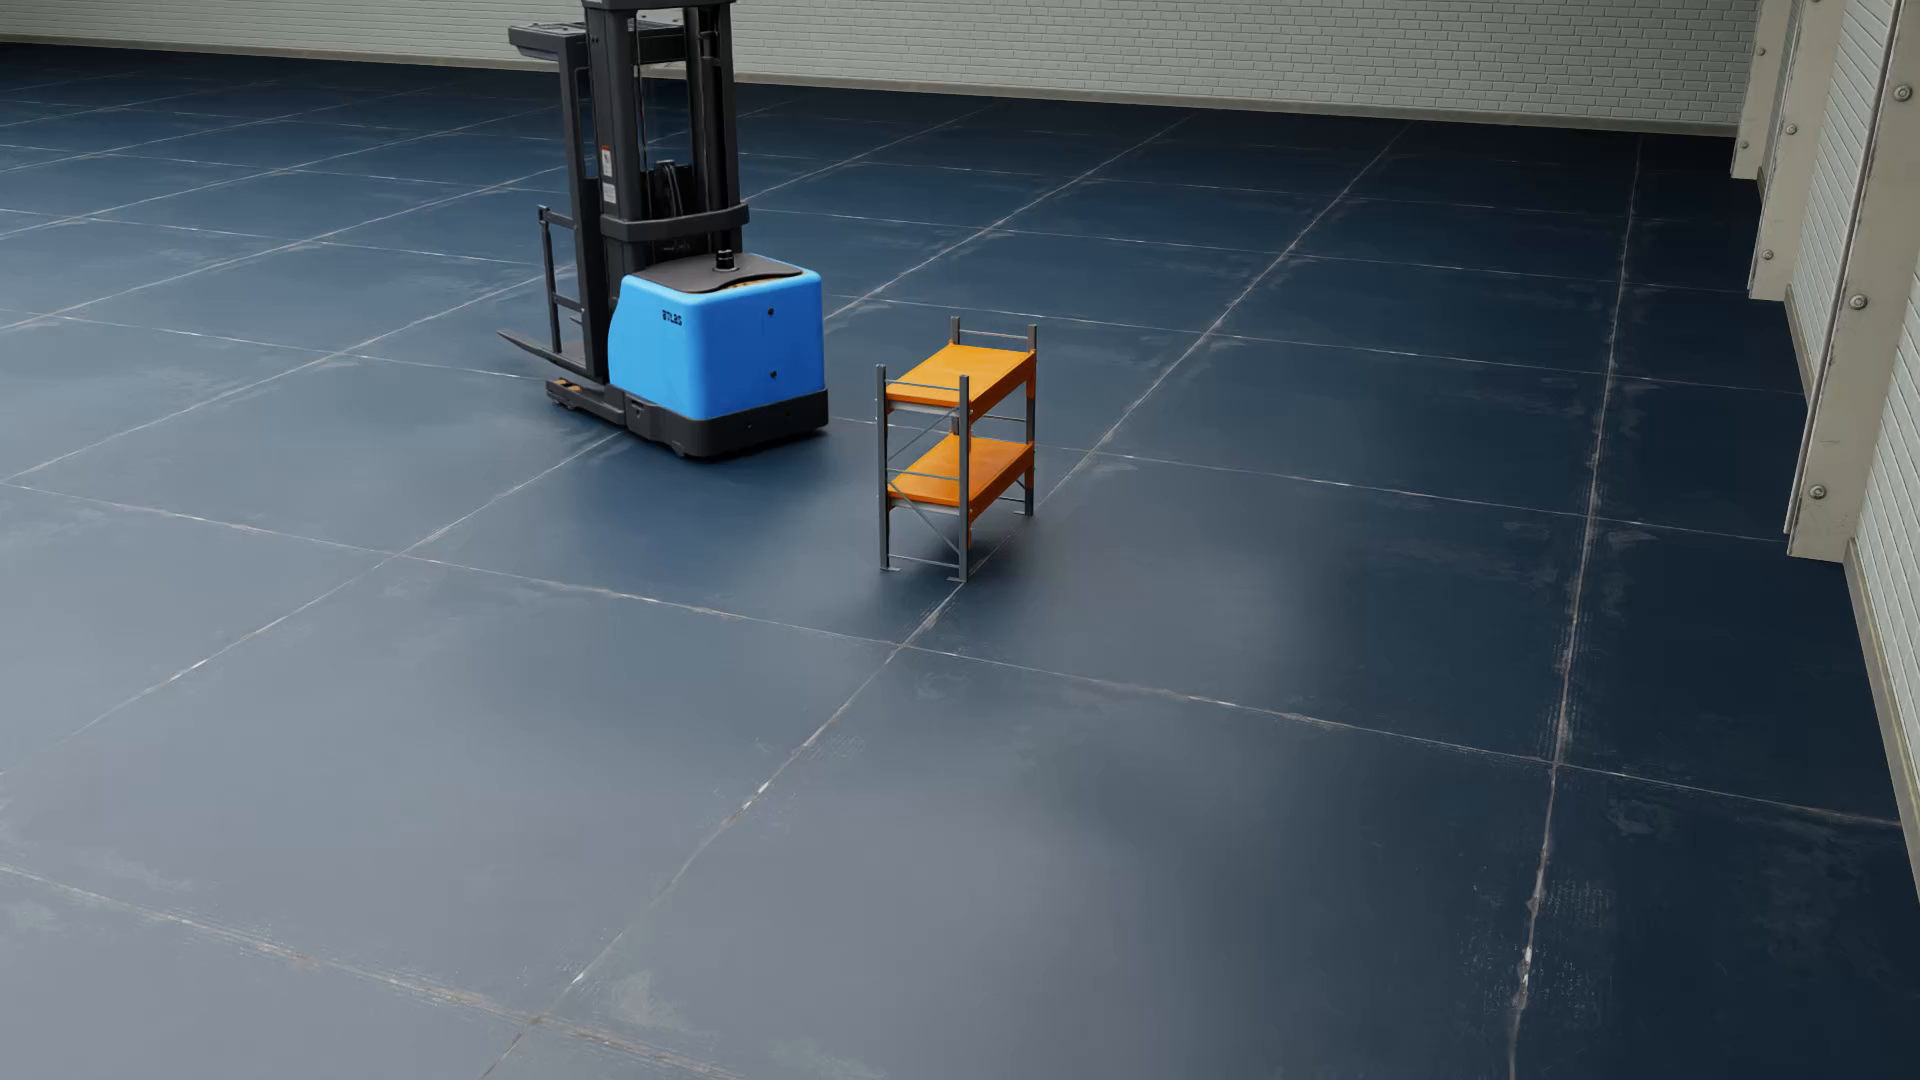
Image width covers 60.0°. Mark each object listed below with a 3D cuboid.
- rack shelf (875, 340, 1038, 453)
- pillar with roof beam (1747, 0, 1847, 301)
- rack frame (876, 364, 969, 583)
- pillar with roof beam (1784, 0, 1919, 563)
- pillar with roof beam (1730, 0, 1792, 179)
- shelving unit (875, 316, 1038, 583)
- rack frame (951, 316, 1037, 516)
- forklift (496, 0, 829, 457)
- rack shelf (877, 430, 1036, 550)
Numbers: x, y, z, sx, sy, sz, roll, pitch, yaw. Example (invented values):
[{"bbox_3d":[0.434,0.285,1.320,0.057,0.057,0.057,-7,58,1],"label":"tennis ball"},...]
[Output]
[{"bbox_3d":[-0.003,-0.787,8.915,0.538,0.278,1.000,9,24,20],"label":"rack shelf"},{"bbox_3d":[2.952,-6.880,14.046,9.100,9.000,0.400,9,24,20],"label":"pillar with roof beam"},{"bbox_3d":[-0.191,-0.335,8.592,0.500,1.125,0.032,9,24,20],"label":"rack frame"},{"bbox_3d":[0.723,-4.733,8.906,9.100,9.000,0.400,9,24,20],"label":"pillar with roof beam"},{"bbox_3d":[5.180,-9.027,19.187,9.100,9.000,0.400,9,24,20],"label":"pillar with roof beam"},{"bbox_3d":[-0.003,-0.517,9.027,0.538,1.125,1.048,9,24,20],"label":"shelving unit"},{"bbox_3d":[0.186,-0.699,9.463,0.500,1.125,0.032,9,24,20],"label":"rack frame"},{"bbox_3d":[-2.211,-2.355,11.085,1.130,2.935,3.031,-19,29,-38],"label":"forklift"},{"bbox_3d":[-0.003,-0.291,9.122,0.538,0.278,1.000,9,24,20],"label":"rack shelf"}]
